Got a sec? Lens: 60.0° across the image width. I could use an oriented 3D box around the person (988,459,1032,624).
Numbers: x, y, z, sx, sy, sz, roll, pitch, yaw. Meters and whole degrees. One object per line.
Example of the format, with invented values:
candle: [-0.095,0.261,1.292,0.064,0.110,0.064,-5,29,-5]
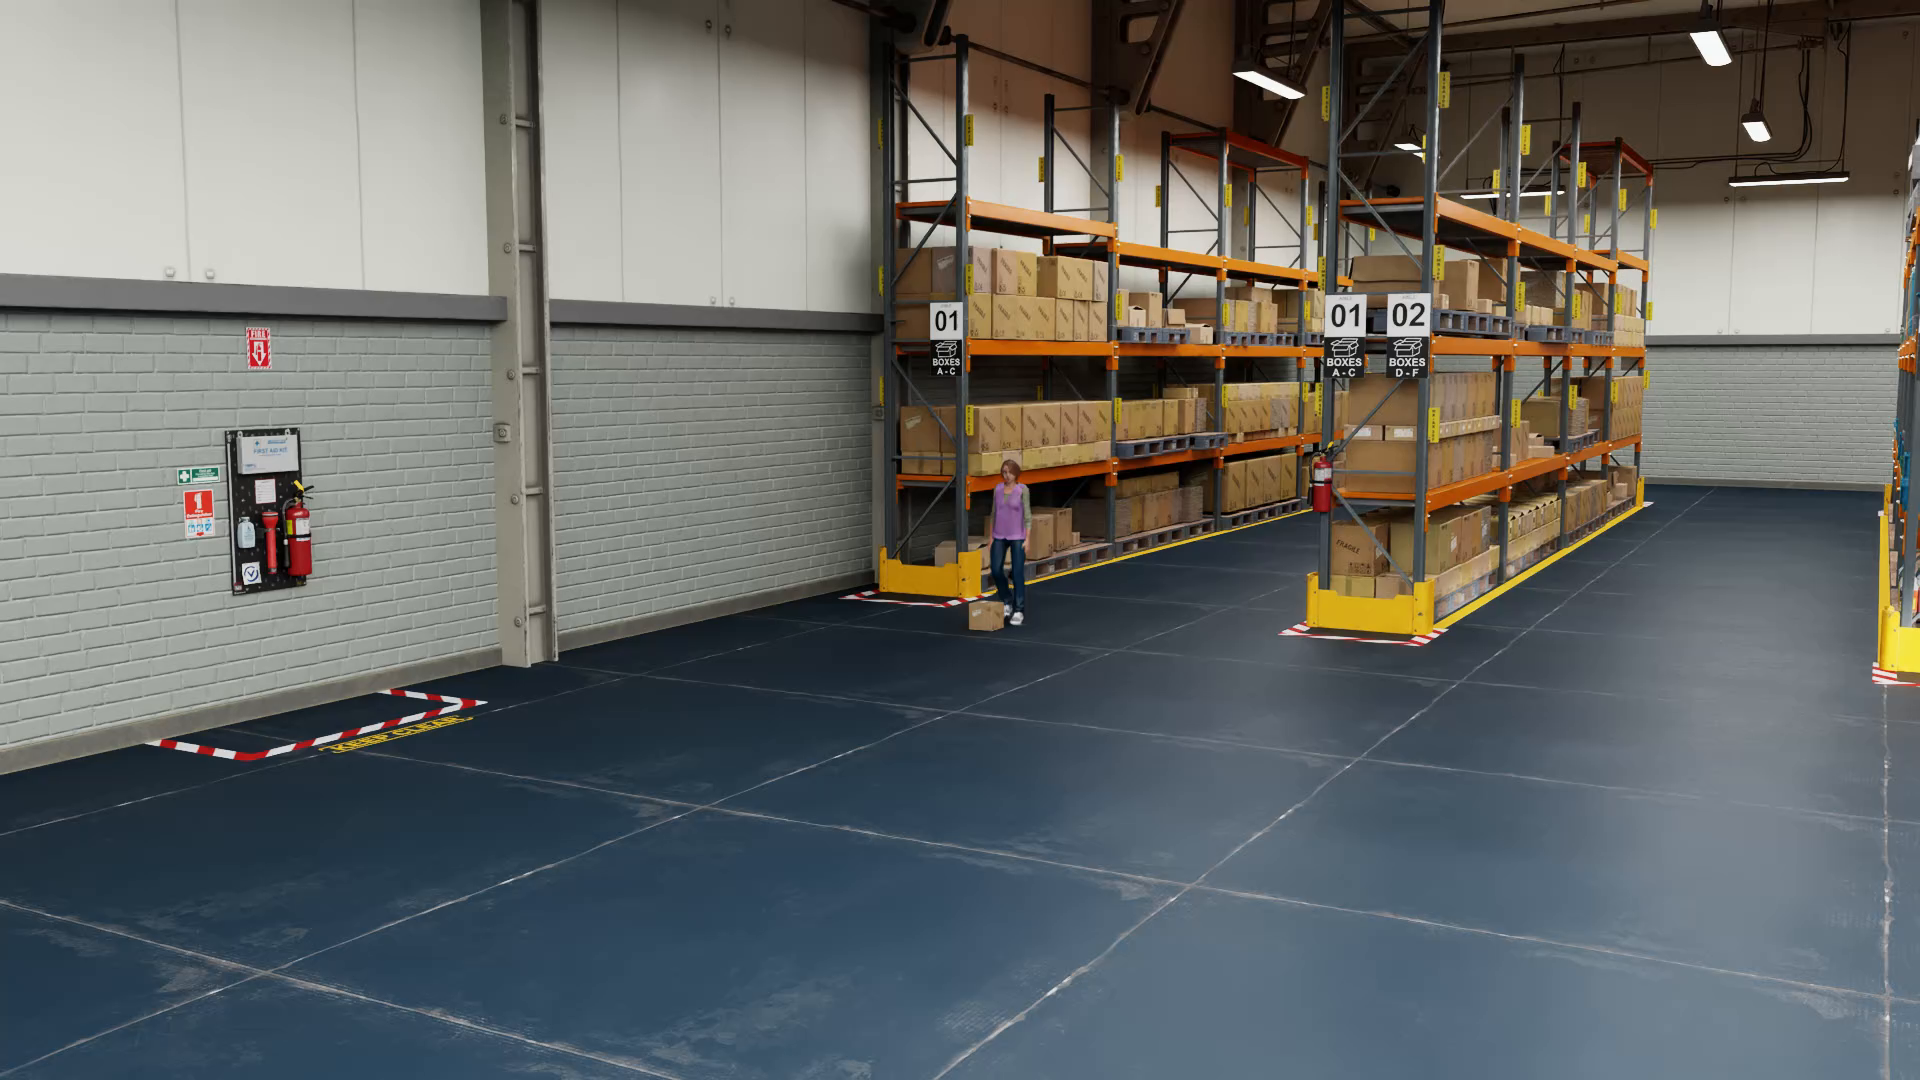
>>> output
person: [0.500,0.008,16.393,0.429,1.609,0.412,2,7,21]
